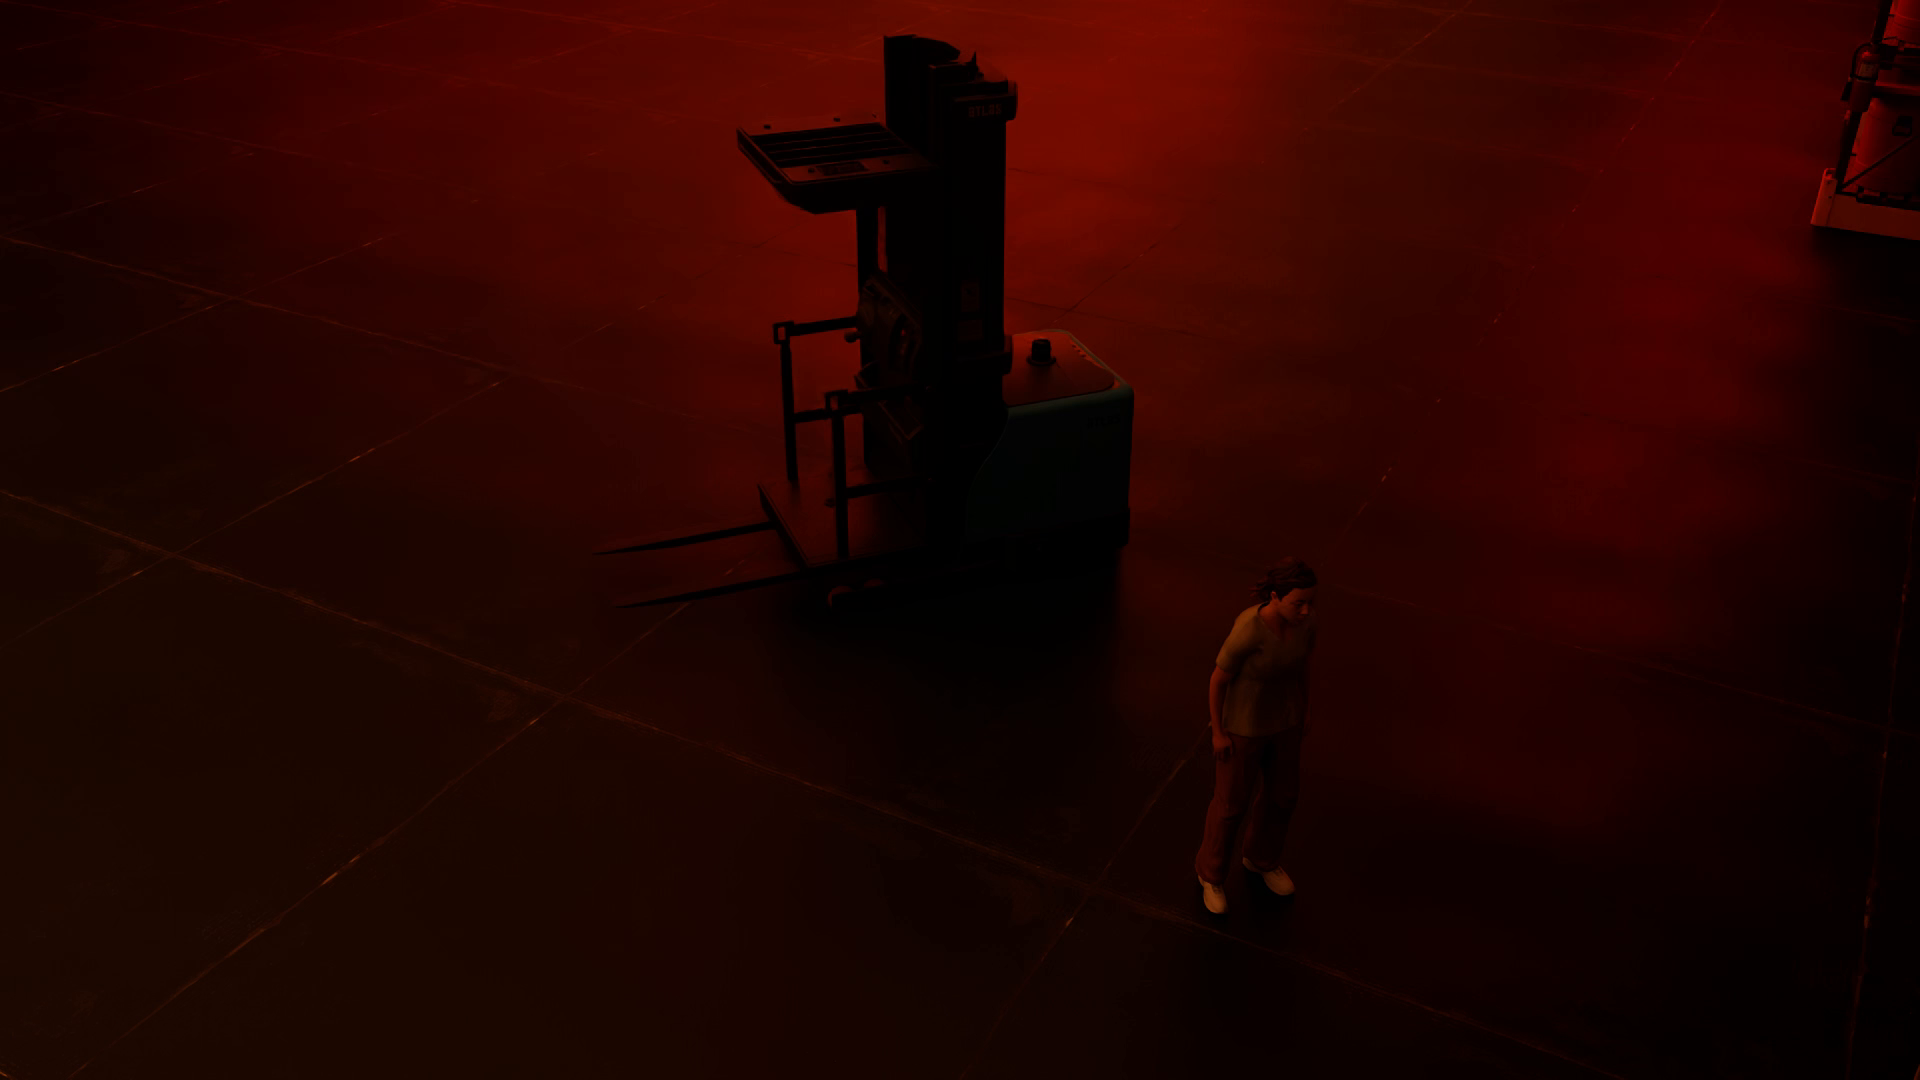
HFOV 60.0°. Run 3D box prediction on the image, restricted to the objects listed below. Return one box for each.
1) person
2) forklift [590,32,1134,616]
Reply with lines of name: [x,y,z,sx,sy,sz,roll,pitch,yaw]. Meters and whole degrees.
person: [1.269,0.789,6.964,0.516,1.671,0.365,-13,32,-21]
forklift: [-0.575,-1.147,9.058,3.031,2.935,1.130,-11,32,-18]
